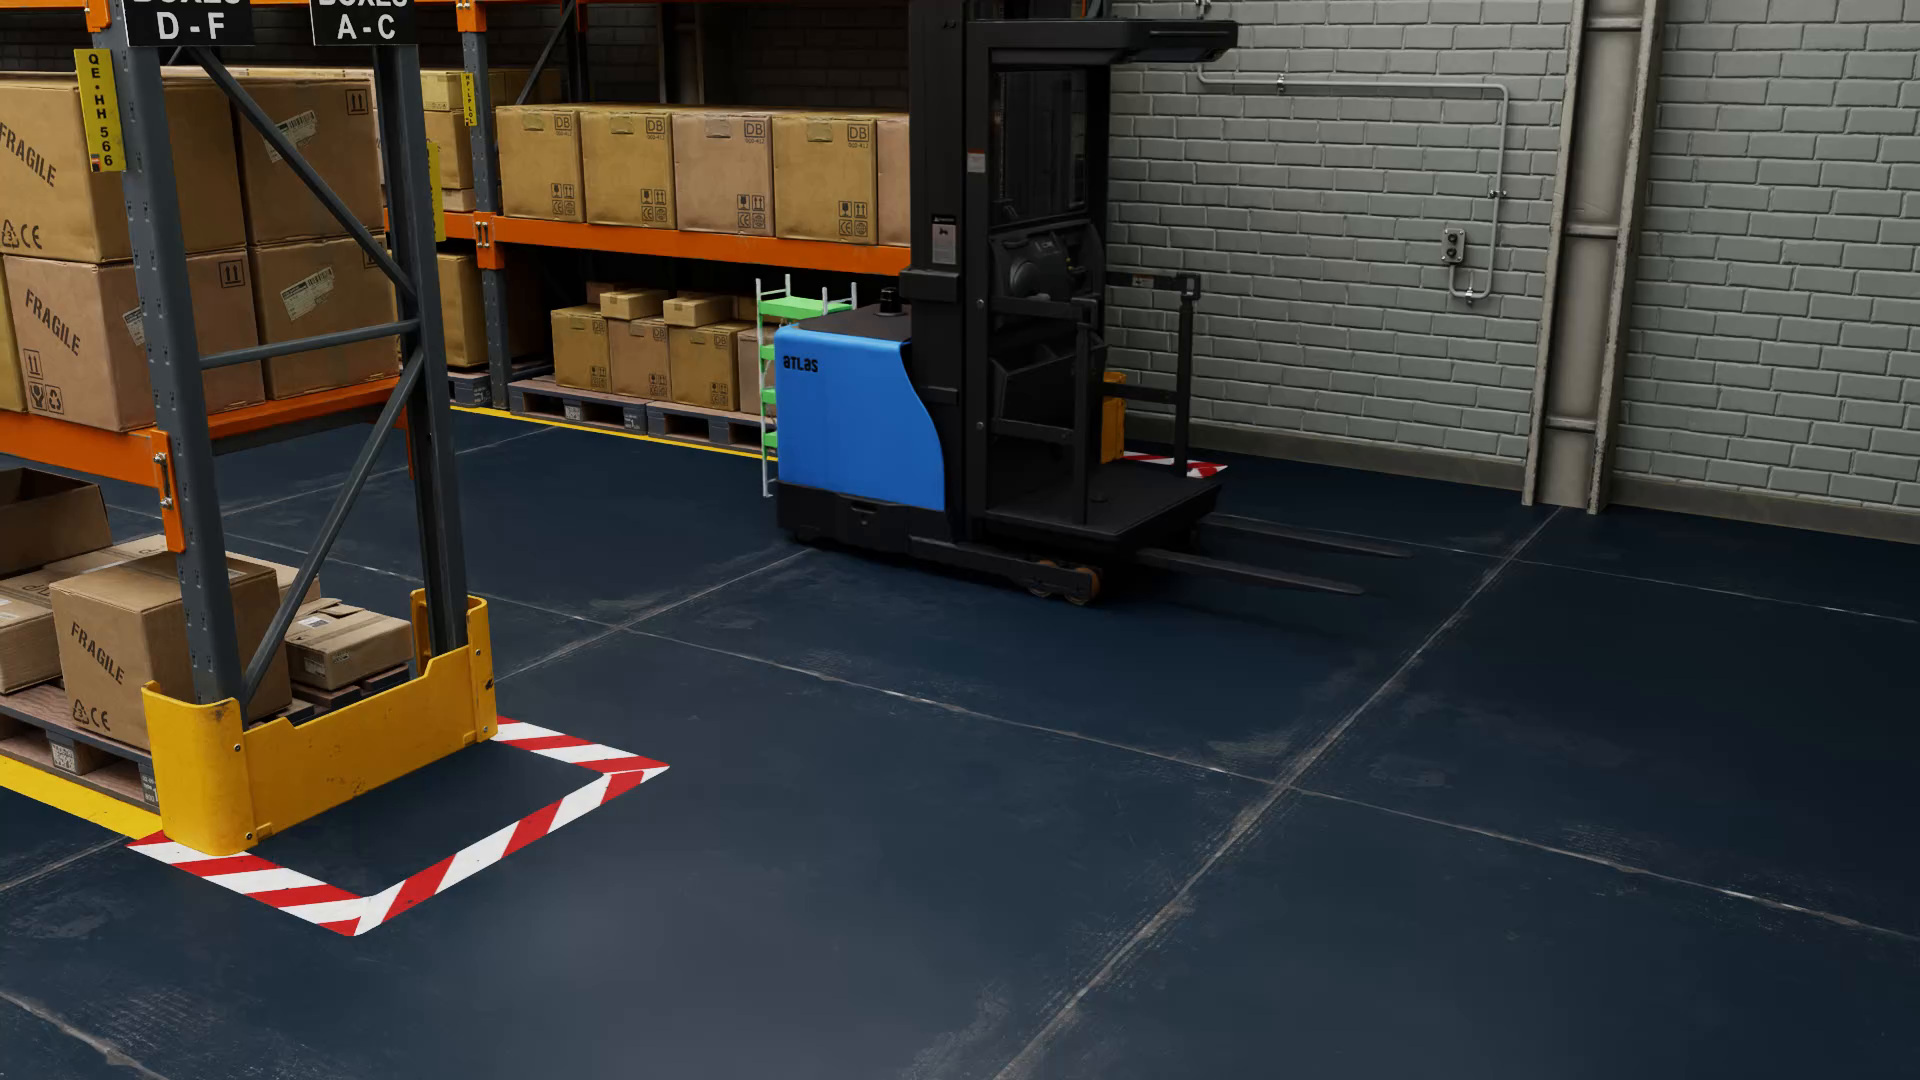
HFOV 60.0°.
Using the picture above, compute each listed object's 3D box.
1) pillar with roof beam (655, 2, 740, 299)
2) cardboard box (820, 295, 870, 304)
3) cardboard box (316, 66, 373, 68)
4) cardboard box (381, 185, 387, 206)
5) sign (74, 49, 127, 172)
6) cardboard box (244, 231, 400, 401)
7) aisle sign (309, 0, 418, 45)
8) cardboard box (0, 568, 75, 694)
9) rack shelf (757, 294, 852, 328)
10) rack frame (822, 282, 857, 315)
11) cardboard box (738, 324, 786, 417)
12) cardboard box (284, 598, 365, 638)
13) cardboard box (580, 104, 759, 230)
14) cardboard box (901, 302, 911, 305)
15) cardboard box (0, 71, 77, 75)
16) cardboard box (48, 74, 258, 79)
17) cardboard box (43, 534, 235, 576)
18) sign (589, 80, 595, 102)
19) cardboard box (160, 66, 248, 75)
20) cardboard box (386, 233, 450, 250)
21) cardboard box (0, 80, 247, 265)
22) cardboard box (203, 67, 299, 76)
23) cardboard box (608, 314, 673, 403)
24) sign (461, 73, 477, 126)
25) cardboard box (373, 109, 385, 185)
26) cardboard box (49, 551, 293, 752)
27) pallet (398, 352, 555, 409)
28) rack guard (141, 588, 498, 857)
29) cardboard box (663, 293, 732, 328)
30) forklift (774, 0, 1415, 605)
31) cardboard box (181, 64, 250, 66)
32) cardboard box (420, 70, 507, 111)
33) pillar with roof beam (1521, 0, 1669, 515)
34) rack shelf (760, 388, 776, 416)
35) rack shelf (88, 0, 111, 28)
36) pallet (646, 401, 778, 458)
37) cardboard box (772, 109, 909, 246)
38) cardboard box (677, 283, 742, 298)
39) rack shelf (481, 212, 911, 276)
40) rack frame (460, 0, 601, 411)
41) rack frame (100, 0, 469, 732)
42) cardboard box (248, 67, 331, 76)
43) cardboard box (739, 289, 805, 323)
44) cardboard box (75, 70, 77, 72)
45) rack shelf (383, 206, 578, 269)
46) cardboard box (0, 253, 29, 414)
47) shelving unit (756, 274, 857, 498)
[{"bbox_3d":[-4.072,-4.354,7.233,0.400,9.000,9.100,10,20,30],"label":"pillar with roof beam"},{"bbox_3d":[-0.759,-1.415,10.340,0.250,0.149,0.380,10,20,31],"label":"cardboard box"},{"bbox_3d":[-4.445,-3.369,12.302,0.500,0.250,0.500,10,19,29],"label":"cardboard box"},{"bbox_3d":[-3.985,-2.422,11.590,0.250,0.149,0.380,10,20,30],"label":"cardboard box"},{"bbox_3d":[-2.356,-1.177,4.560,0.005,0.325,0.100,10,20,30],"label":"sign"},{"bbox_3d":[-2.289,-0.787,5.639,0.500,0.500,0.500,11,20,31],"label":"cardboard box"},{"bbox_3d":[-1.837,-1.913,5.044,0.004,0.787,0.394,10,20,30],"label":"aisle sign"},{"bbox_3d":[-3.435,0.325,6.124,0.500,0.250,0.500,10,20,30],"label":"cardboard box"},{"bbox_3d":[-0.812,-1.189,8.800,0.480,0.148,0.258,13,21,37],"label":"rack shelf"},{"bbox_3d":[-0.623,-0.746,8.772,0.015,1.200,0.240,13,21,37],"label":"rack frame"},{"bbox_3d":[-0.964,-1.073,10.330,0.500,0.500,0.700,9,19,28],"label":"cardboard box"},{"bbox_3d":[-2.439,0.352,6.179,0.250,0.166,0.380,10,20,30],"label":"cardboard box"},{"bbox_3d":[-1.795,-2.387,10.562,0.700,0.700,0.980,10,19,29],"label":"cardboard box"},{"bbox_3d":[-0.329,-1.338,10.088,0.250,0.149,0.380,10,20,30],"label":"cardboard box"},{"bbox_3d":[-3.595,-1.497,6.258,0.500,0.500,0.500,10,20,30],"label":"cardboard box"},{"bbox_3d":[-2.738,-1.343,5.749,0.500,0.500,0.500,10,20,31],"label":"cardboard box"},{"bbox_3d":[-3.216,0.194,6.556,0.500,0.250,0.500,10,20,30],"label":"cardboard box"},{"bbox_3d":[-2.579,-3.032,11.576,0.005,0.325,0.100,10,20,30],"label":"sign"},{"bbox_3d":[-5.566,-3.395,12.388,0.500,0.250,0.500,10,19,29],"label":"cardboard box"},{"bbox_3d":[-4.249,-1.816,12.174,0.750,0.750,0.750,11,20,32],"label":"cardboard box"},{"bbox_3d":[-2.572,-1.132,5.055,0.500,0.500,0.500,10,20,30],"label":"cardboard box"},{"bbox_3d":[-5.138,-3.320,12.140,0.500,0.250,0.500,10,20,30],"label":"cardboard box"},{"bbox_3d":[-1.858,-1.231,10.850,0.500,0.500,0.700,10,20,30],"label":"cardboard box"},{"bbox_3d":[-3.144,-2.822,10.656,0.005,0.325,0.100,10,20,30],"label":"sign"},{"bbox_3d":[-3.833,-2.725,11.473,0.500,0.500,0.500,10,20,31],"label":"cardboard box"},{"bbox_3d":[-2.641,0.357,5.587,0.500,0.500,0.500,10,20,30],"label":"cardboard box"},{"bbox_3d":[-3.565,-1.207,11.990,1.213,0.211,1.003,10,20,30],"label":"pallet"},{"bbox_3d":[-2.113,0.578,5.618,0.348,0.500,1.175,10,20,30],"label":"rack guard"},{"bbox_3d":[-1.643,-1.442,10.429,0.250,0.149,0.380,9,19,28],"label":"cardboard box"},{"bbox_3d":[0.584,-1.289,7.582,3.031,2.935,1.130,11,20,32],"label":"forklift"},{"bbox_3d":[-5.754,-3.604,13.078,0.500,0.250,0.500,11,20,32],"label":"cardboard box"},{"bbox_3d":[-3.400,-3.008,11.116,0.500,0.250,0.500,11,20,31],"label":"cardboard box"},{"bbox_3d":[1.041,-3.442,4.229,0.400,9.000,9.100,10,20,30],"label":"pillar with roof beam"},{"bbox_3d":[-0.812,-0.730,8.939,0.480,0.148,0.258,13,21,37],"label":"rack shelf"},{"bbox_3d":[-3.753,-2.002,5.887,4.000,0.370,1.077,10,20,30],"label":"rack shelf"},{"bbox_3d":[-1.217,-0.788,10.611,1.213,0.211,1.003,10,20,30],"label":"pallet"},{"bbox_3d":[-0.525,-2.160,9.816,0.700,0.700,0.980,10,20,30],"label":"cardboard box"},{"bbox_3d":[-1.629,-1.570,10.851,0.250,0.149,0.380,9,19,28],"label":"cardboard box"},{"bbox_3d":[-1.164,-1.794,10.363,4.000,0.370,1.077,10,20,30],"label":"rack shelf"},{"bbox_3d":[-2.868,-2.442,11.260,0.127,3.000,1.000,10,20,30],"label":"rack frame"},{"bbox_3d":[-2.049,-0.606,5.216,0.127,3.000,1.000,10,20,30],"label":"rack frame"},{"bbox_3d":[-4.700,-3.244,11.890,0.500,0.250,0.500,10,19,29],"label":"cardboard box"},{"bbox_3d":[-1.194,-1.492,10.595,0.250,0.149,0.380,10,19,29],"label":"cardboard box"},{"bbox_3d":[-6.868,-3.710,13.388,0.250,0.149,0.380,7,18,21],"label":"cardboard box"},{"bbox_3d":[-4.572,-2.402,12.366,4.000,0.370,1.077,10,20,30],"label":"rack shelf"},{"bbox_3d":[-3.017,-0.733,5.461,0.500,0.500,0.500,10,20,31],"label":"cardboard box"},{"bbox_3d":[-0.812,-0.791,8.921,0.503,1.200,0.258,13,21,37],"label":"shelving unit"}]
